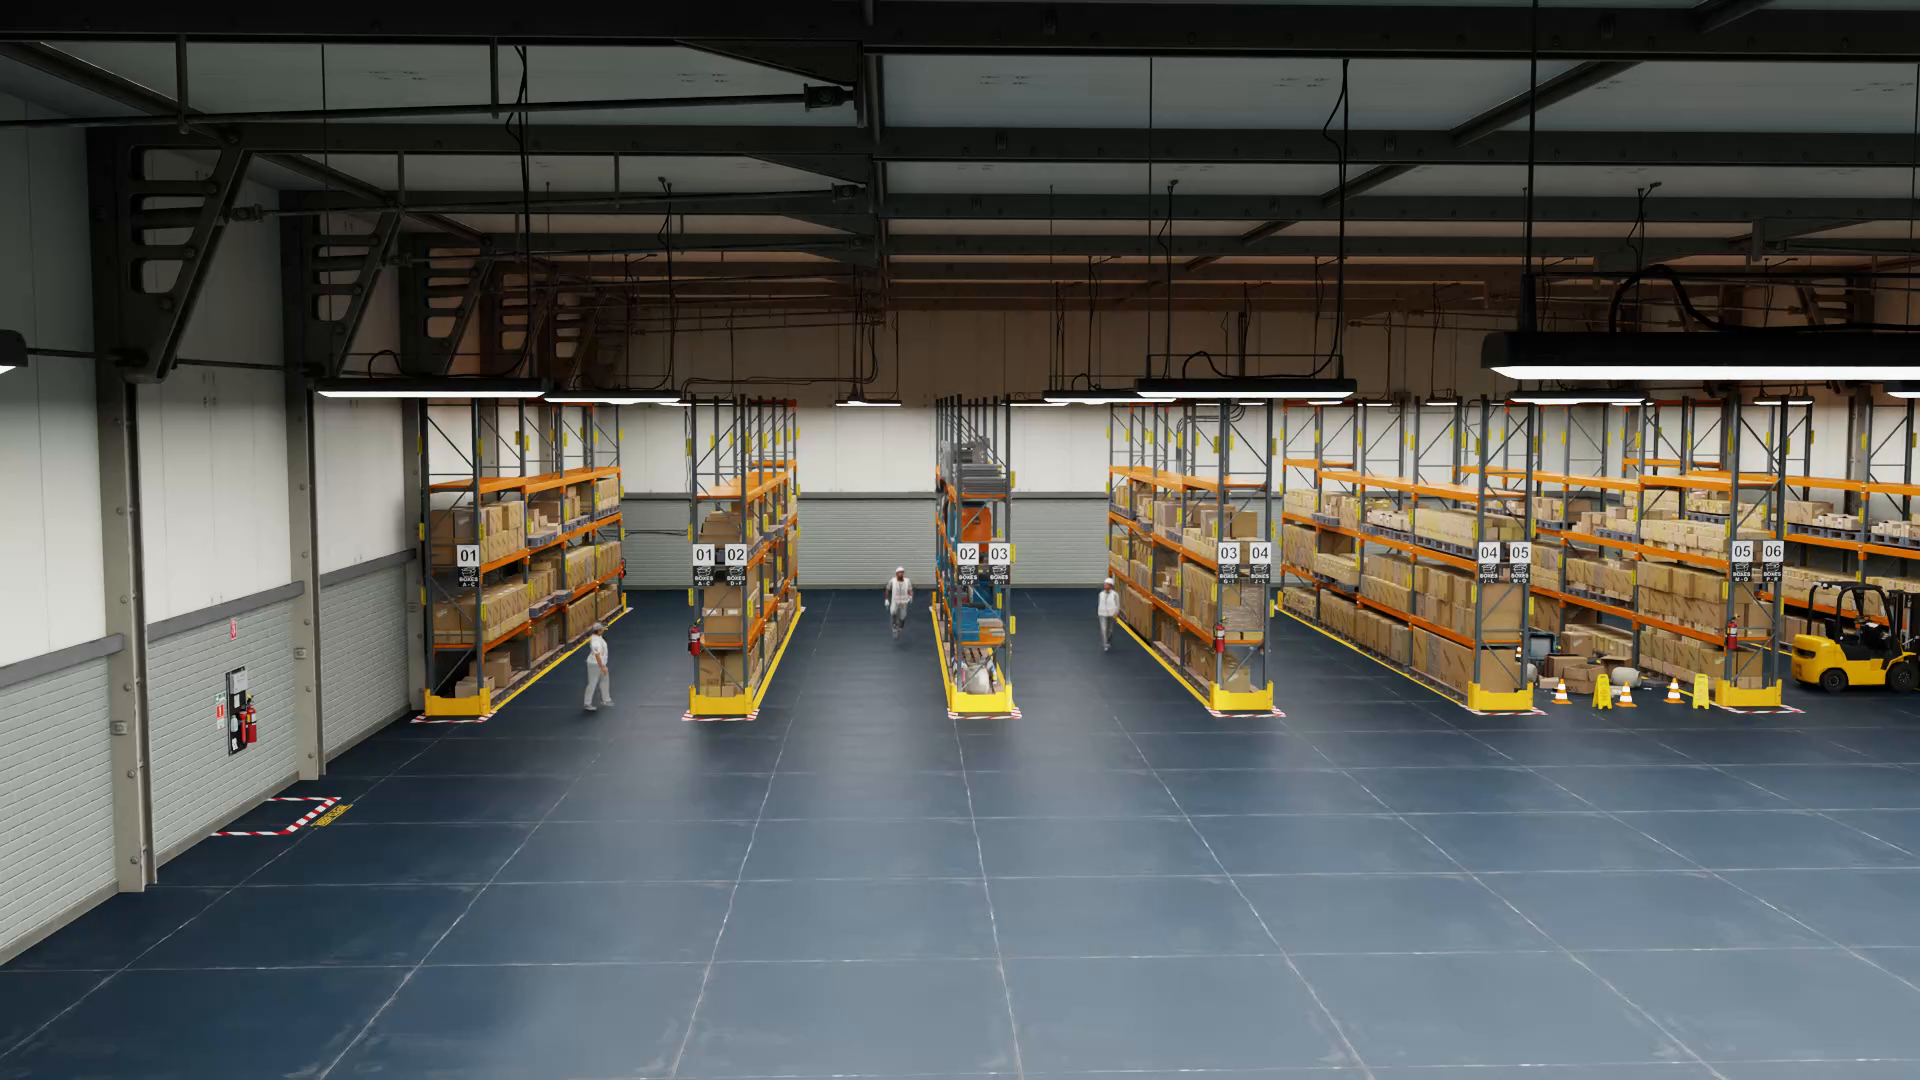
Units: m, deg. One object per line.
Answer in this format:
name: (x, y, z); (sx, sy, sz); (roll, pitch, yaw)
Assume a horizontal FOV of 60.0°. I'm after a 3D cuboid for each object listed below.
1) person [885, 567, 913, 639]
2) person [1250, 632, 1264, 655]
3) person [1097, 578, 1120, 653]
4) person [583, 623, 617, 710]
person: (-1.476, 1.498, 40.387); (0.680, 1.690, 0.878); (0, 4, 0)
person: (6.973, 1.842, 38.955); (0.555, 1.621, 1.001); (0, 4, 1)
person: (3.514, 1.767, 39.247); (0.498, 1.720, 1.045); (0, 5, -4)
person: (-6.911, 2.408, 31.827); (0.528, 1.687, 0.684); (0, 5, 4)
